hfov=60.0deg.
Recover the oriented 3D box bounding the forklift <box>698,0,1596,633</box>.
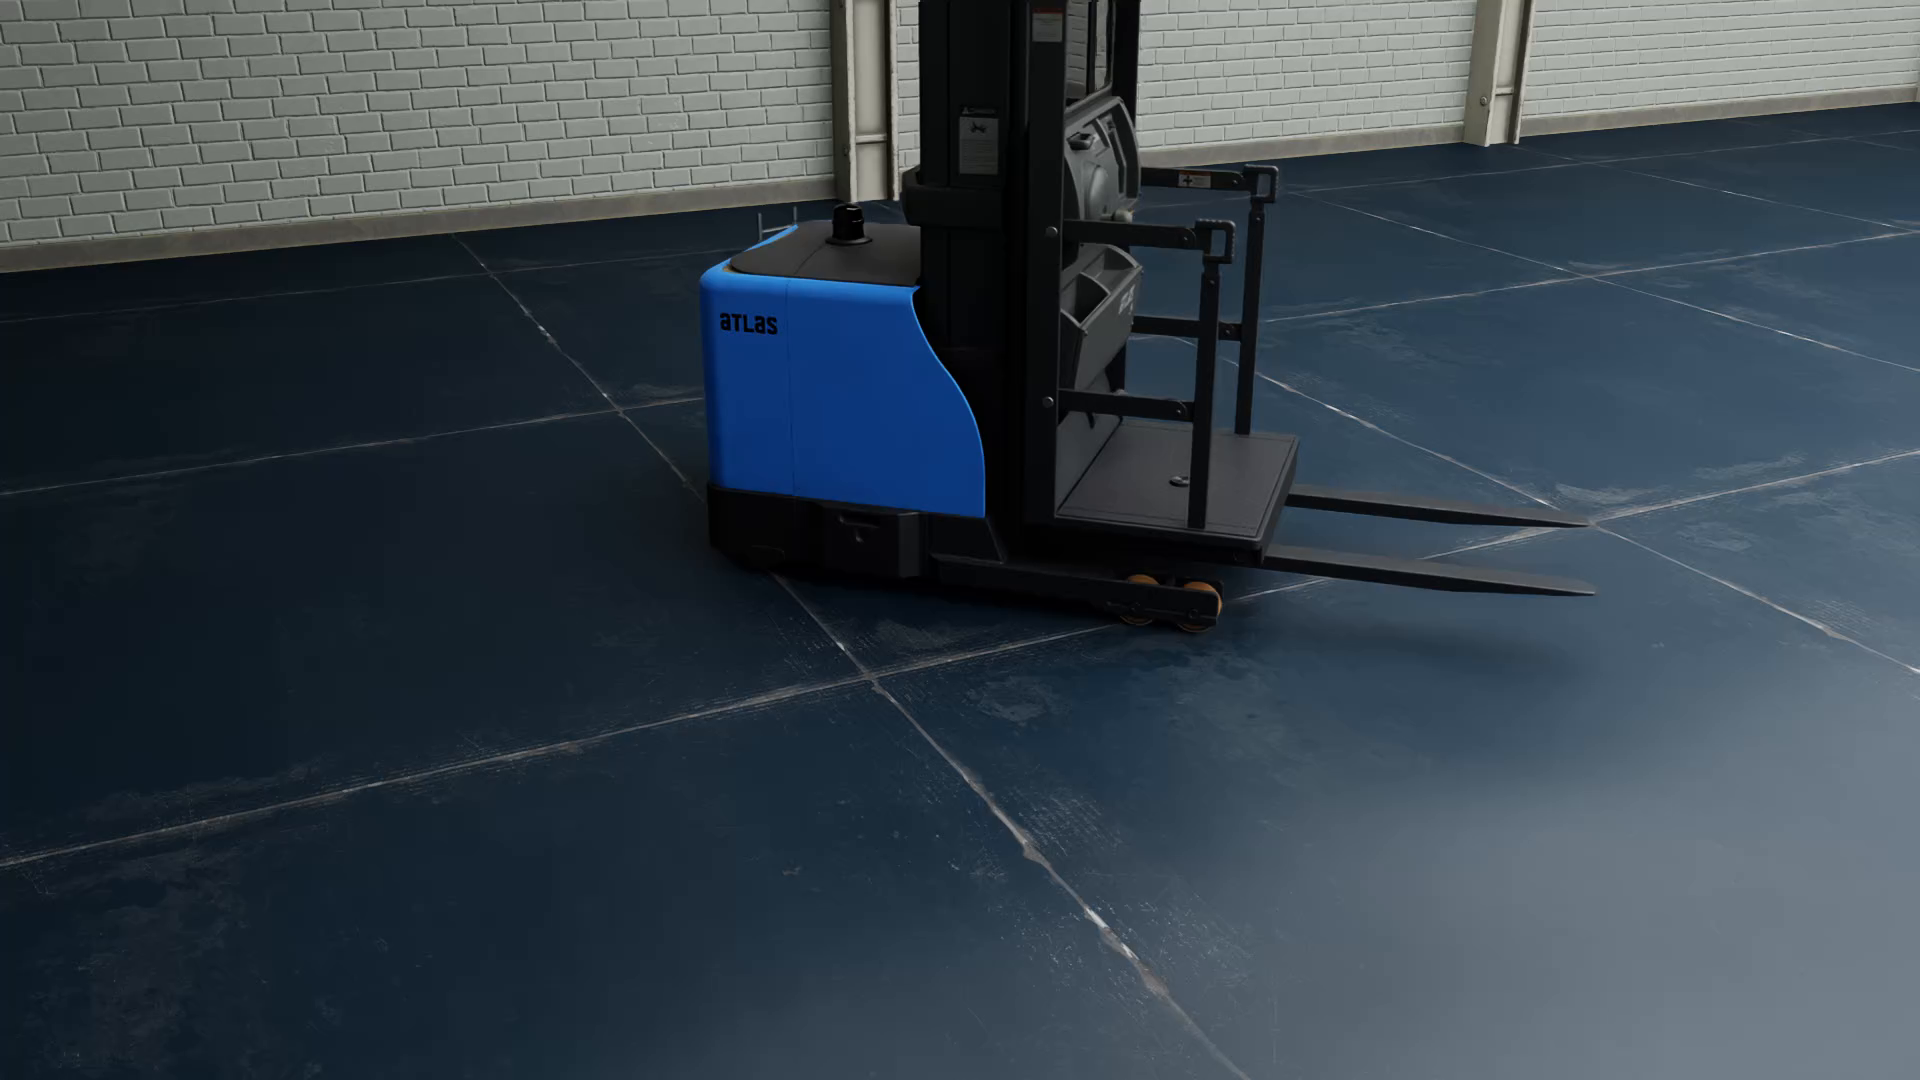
[{"bbox_3d":[0.666,-1.274,5.496,3.031,2.935,1.130,7,23,16],"label":"forklift"}]

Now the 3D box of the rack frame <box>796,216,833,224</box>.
[{"bbox_3d":[-0.569,-0.782,6.765,0.200,1.050,0.008,-21,30,-41],"label":"rack frame"}]

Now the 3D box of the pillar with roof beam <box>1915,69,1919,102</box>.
[{"bbox_3d":[11.988,-7.207,11.896,0.400,9.000,9.100,-10,25,-24],"label":"pillar with roof beam"}]

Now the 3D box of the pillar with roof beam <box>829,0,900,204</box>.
[{"bbox_3d":[1.176,-5.217,7.087,0.400,9.000,9.100,-10,25,-24],"label":"pillar with roof beam"}]

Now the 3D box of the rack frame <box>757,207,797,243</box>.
[{"bbox_3d":[-0.741,-0.848,6.925,0.200,1.050,0.008,-21,30,-41],"label":"rack frame"}]

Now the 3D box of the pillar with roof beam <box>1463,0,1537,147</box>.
[{"bbox_3d":[6.582,-6.212,9.492,0.400,9.000,9.100,-10,25,-24],"label":"pillar with roof beam"}]

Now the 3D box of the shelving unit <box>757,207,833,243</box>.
[{"bbox_3d":[-0.655,-0.815,6.845,0.215,1.050,0.252,-21,30,-41],"label":"shelving unit"}]
